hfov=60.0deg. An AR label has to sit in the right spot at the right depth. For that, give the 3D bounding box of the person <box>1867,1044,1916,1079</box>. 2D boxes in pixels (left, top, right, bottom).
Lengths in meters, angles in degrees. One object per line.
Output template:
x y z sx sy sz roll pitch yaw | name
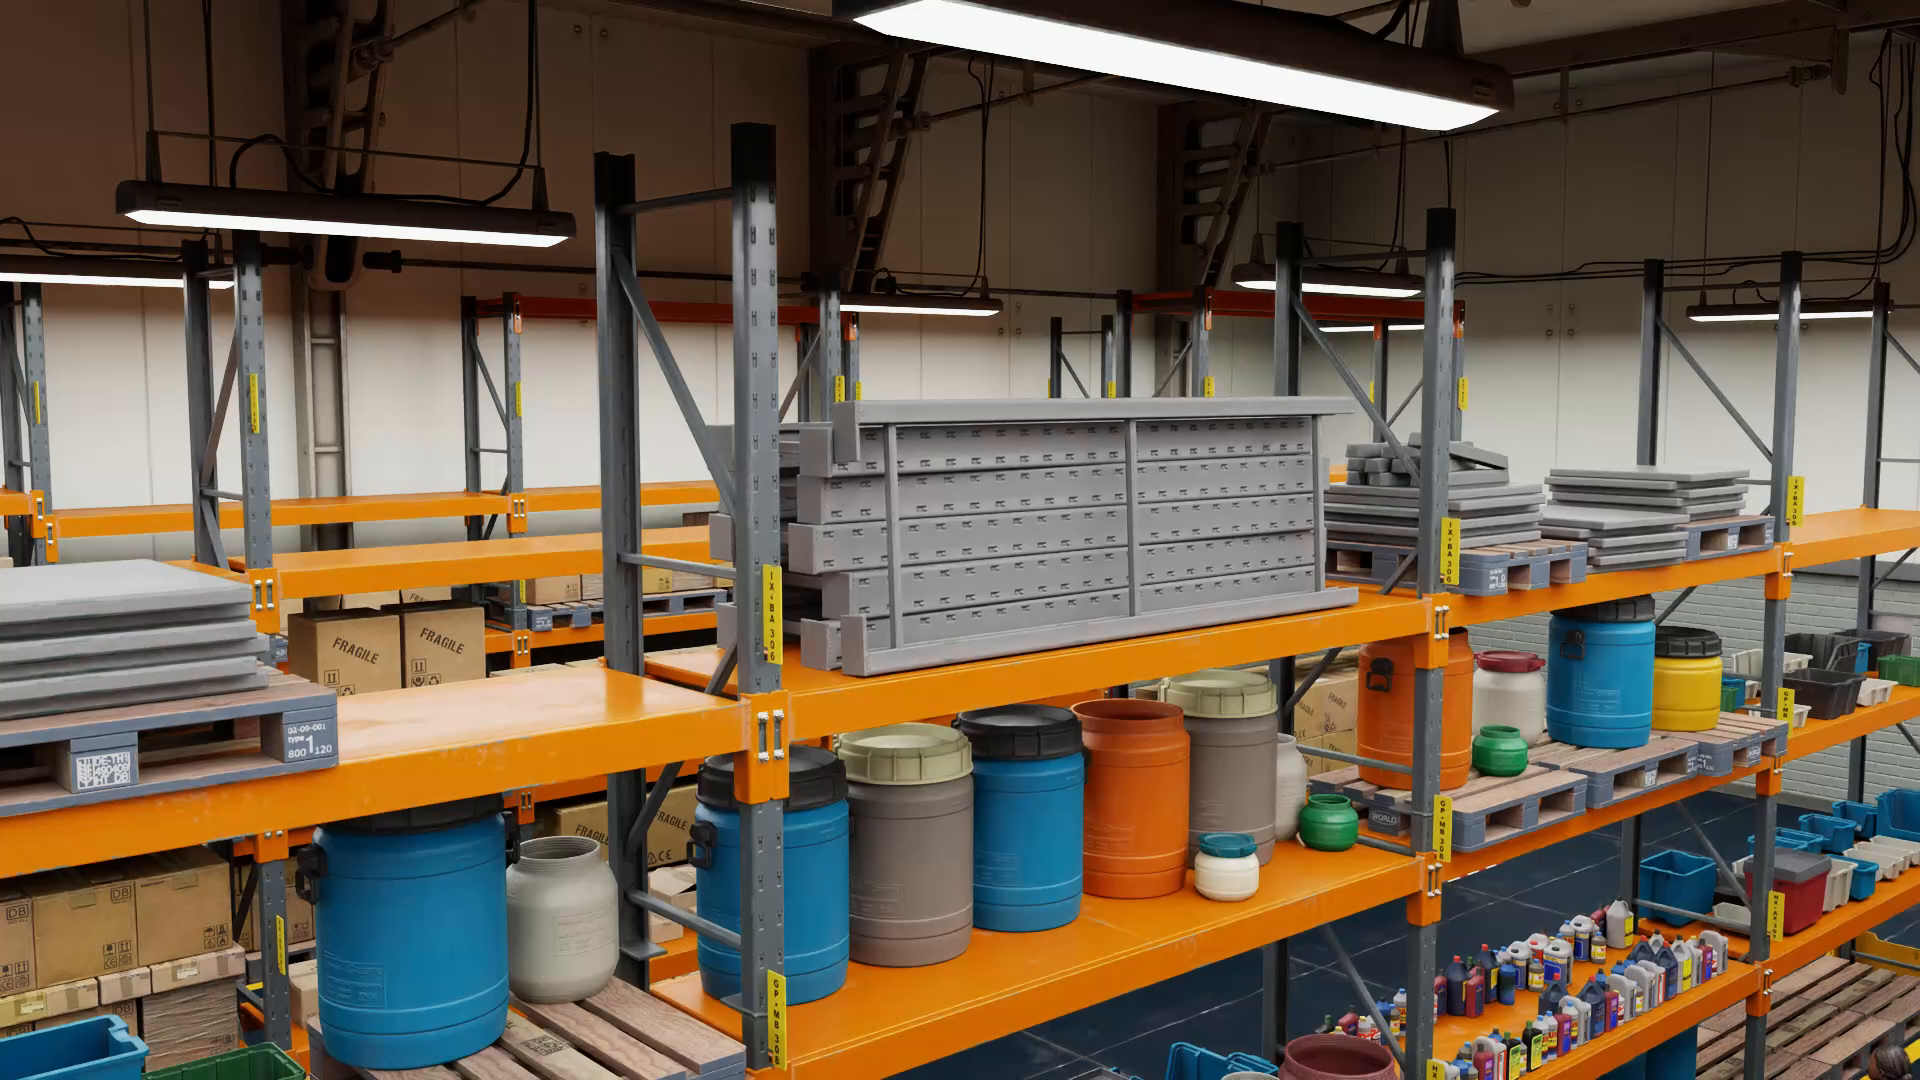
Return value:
4.861 3.504 8.918 0.423 1.655 0.501 2 6 21 | person
